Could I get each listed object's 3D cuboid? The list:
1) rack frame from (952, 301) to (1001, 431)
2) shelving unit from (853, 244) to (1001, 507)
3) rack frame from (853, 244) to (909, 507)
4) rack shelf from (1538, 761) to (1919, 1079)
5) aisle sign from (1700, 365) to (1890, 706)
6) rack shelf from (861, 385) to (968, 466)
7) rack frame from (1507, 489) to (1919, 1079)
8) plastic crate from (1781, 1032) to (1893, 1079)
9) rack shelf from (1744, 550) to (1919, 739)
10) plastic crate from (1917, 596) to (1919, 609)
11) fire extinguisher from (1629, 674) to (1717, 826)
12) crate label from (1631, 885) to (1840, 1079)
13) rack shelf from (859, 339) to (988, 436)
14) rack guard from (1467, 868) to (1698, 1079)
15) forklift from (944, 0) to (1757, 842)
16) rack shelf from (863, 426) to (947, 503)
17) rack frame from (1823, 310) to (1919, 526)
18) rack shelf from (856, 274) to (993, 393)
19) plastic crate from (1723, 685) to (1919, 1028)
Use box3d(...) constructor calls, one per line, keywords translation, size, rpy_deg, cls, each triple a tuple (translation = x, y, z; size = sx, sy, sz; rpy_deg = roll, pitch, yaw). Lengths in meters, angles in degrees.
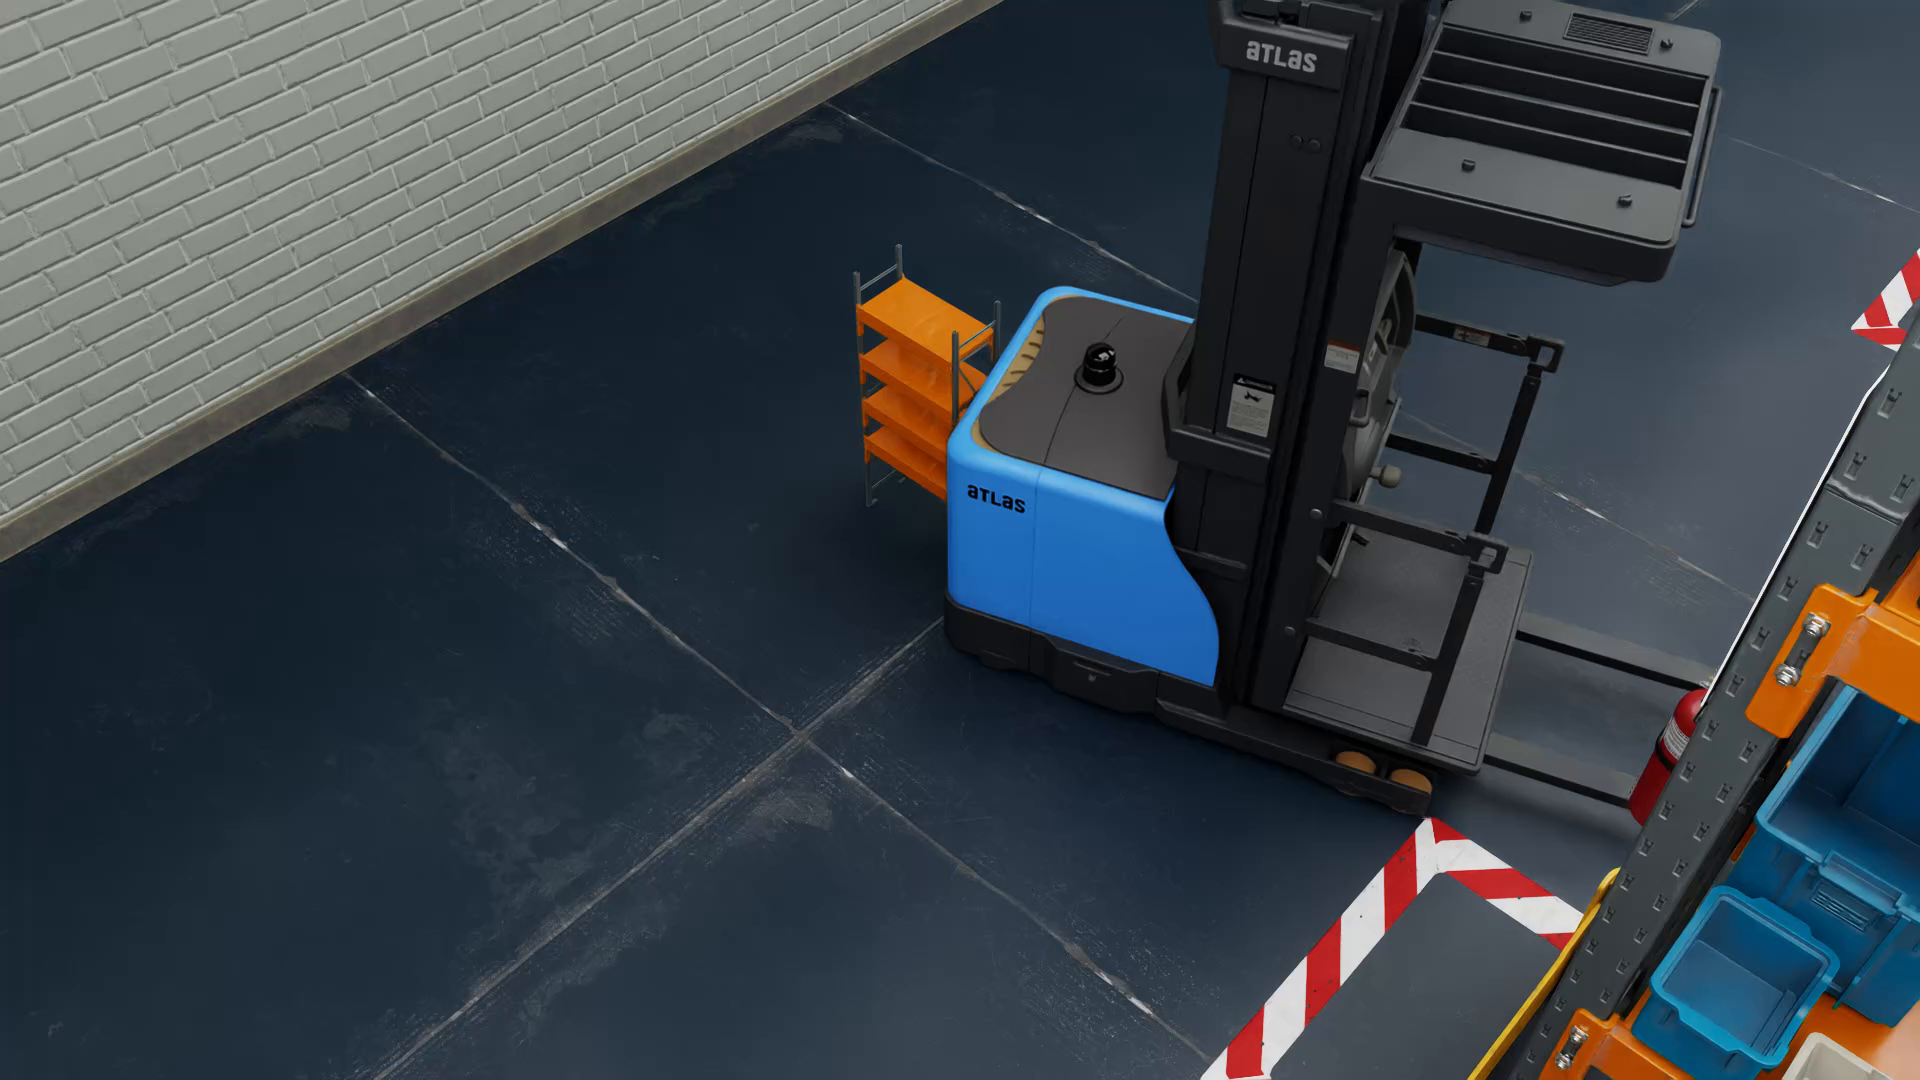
box3d(translation=(0.058, -0.372, 6.276), size=(0.015, 1.200, 0.240), rpy_deg=(34, 55, 28), cls="rack frame")
box3d(translation=(-0.122, -0.493, 6.389), size=(0.503, 1.200, 0.258), rpy_deg=(34, 55, 28), cls="shelving unit")
box3d(translation=(-0.301, -0.613, 6.503), size=(0.015, 1.200, 0.240), rpy_deg=(34, 55, 28), cls="rack frame")
box3d(translation=(3.264, 1.941, 3.363), size=(4.000, 0.370, 1.077), rpy_deg=(34, 55, 28), cls="rack shelf")
box3d(translation=(1.540, -0.060, 2.966), size=(0.004, 0.787, 0.394), rpy_deg=(34, 55, 28), cls="aisle sign")
box3d(translation=(-0.122, -0.446, 6.438), size=(0.480, 0.148, 0.258), rpy_deg=(34, 55, 28), cls="rack shelf")
box3d(translation=(1.794, 0.706, 4.029), size=(0.127, 3.000, 1.000), rpy_deg=(34, 55, 28), cls="rack frame")
box3d(translation=(1.932, 1.277, 3.633), size=(0.298, 0.136, 0.250), rpy_deg=(34, 55, 28), cls="plastic crate")
box3d(translation=(3.264, 0.915, 2.270), size=(4.000, 0.370, 1.077), rpy_deg=(34, 55, 28), cls="rack shelf")
box3d(translation=(1.888, 0.064, 2.665), size=(0.590, 0.269, 0.497), rpy_deg=(34, 55, 28), cls="plastic crate")
box3d(translation=(1.991, 0.542, 4.492), size=(0.183, 0.674, 0.296), rpy_deg=(34, 55, 28), cls="fire extinguisher")
box3d(translation=(1.752, 1.041, 3.788), size=(0.303, 0.233, 0.416), rpy_deg=(34, 55, 28), cls="crate label")
box3d(translation=(-0.122, -0.600, 6.275), size=(0.480, 0.148, 0.258), rpy_deg=(34, 55, 28), cls="rack shelf")
box3d(translation=(1.767, 1.557, 4.945), size=(0.348, 0.500, 1.175), rpy_deg=(34, 55, 28), cls="rack guard")
box3d(translation=(1.505, -0.485, 5.195), size=(3.031, 2.935, 1.130), rpy_deg=(17, 49, 16), cls="forklift")
box3d(translation=(-0.122, -0.311, 6.583), size=(0.480, 0.148, 0.258), rpy_deg=(34, 55, 28), cls="rack shelf")
box3d(translation=(1.794, -1.347, 1.842), size=(0.127, 3.000, 1.000), rpy_deg=(34, 55, 28), cls="rack frame")
box3d(translation=(-0.122, -0.762, 6.103), size=(0.480, 0.148, 0.258), rpy_deg=(34, 55, 28), cls="rack shelf")
box3d(translation=(2.167, 0.739, 3.933), size=(0.499, 0.435, 0.616), rpy_deg=(34, 55, 28), cls="plastic crate")
